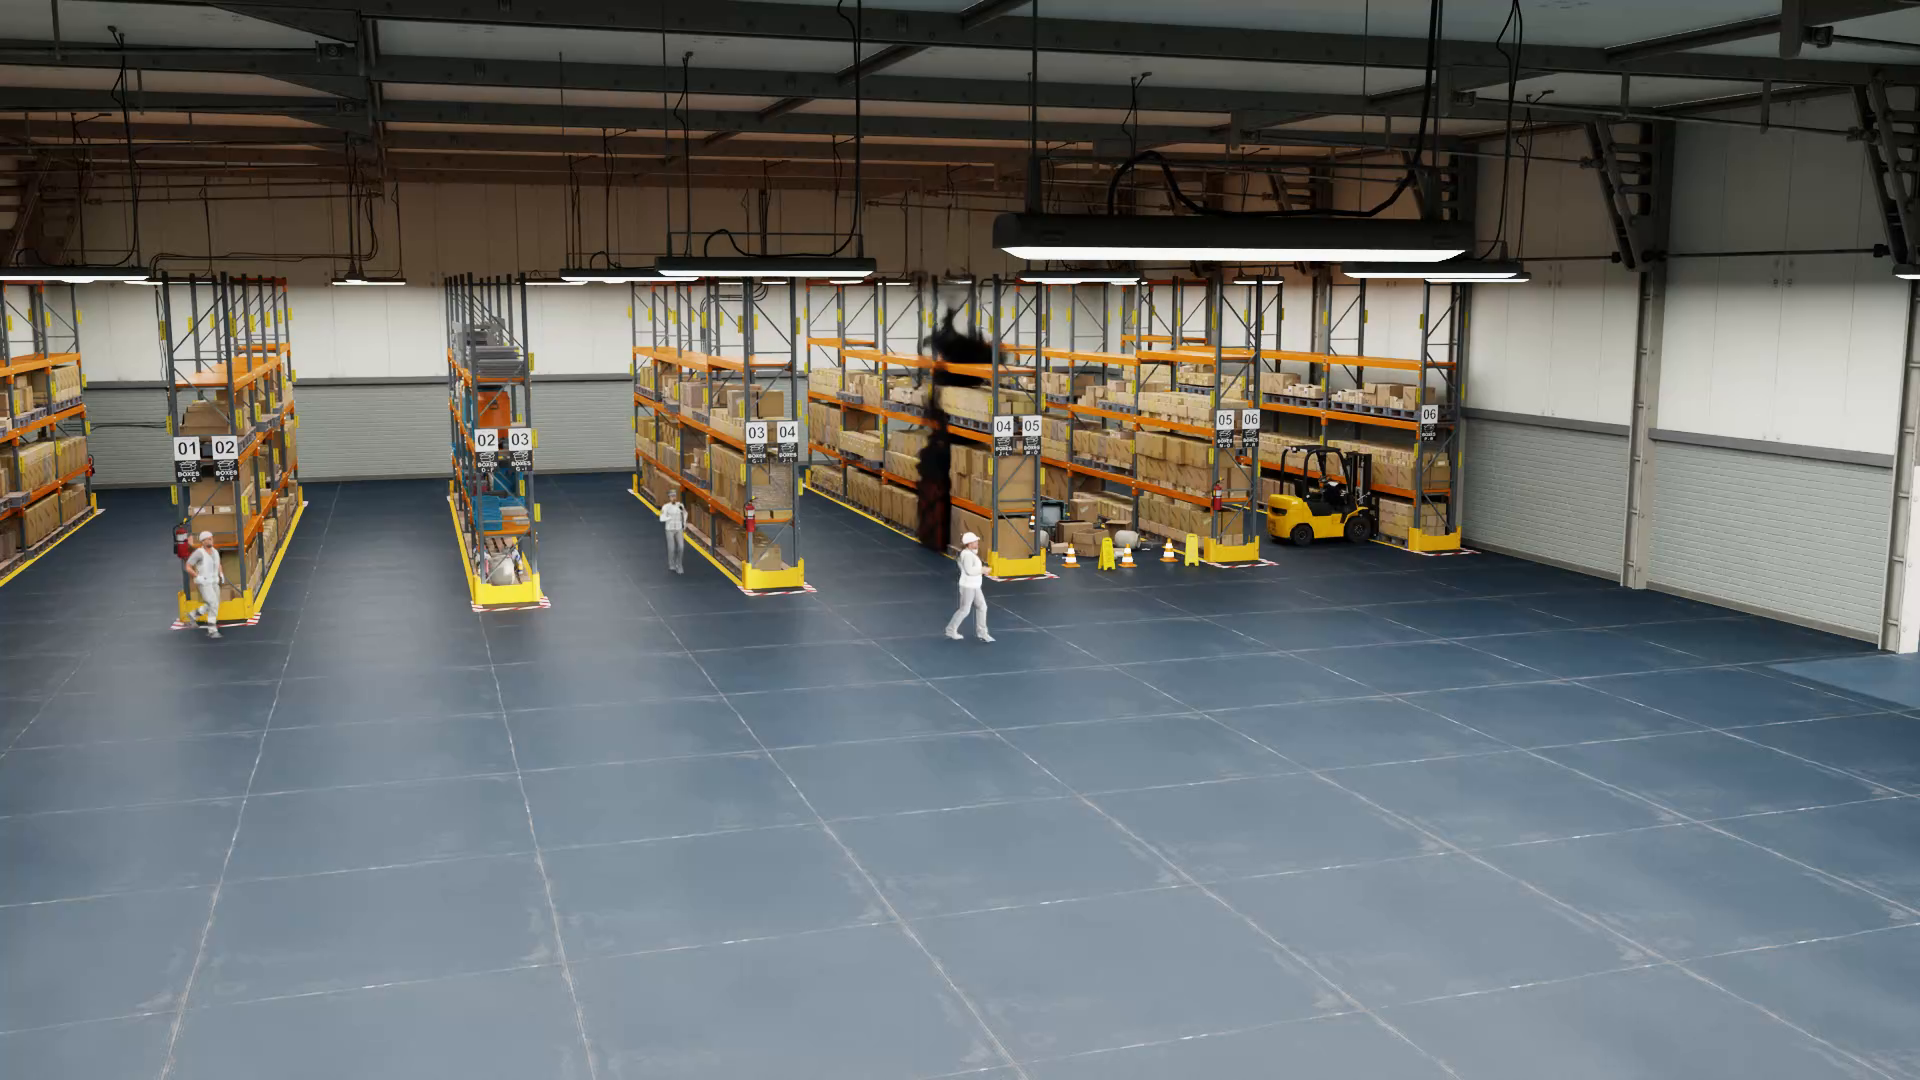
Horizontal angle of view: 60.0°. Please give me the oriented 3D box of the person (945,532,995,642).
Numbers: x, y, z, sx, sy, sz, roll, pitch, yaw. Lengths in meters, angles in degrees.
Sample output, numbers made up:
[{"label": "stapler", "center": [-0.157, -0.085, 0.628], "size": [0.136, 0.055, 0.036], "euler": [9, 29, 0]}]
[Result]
[{"label": "person", "center": [0.166, 0.774, 26.983], "size": [0.801, 1.806, 0.654], "euler": [1, 9, 9]}]

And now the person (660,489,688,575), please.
[{"label": "person", "center": [-5.757, -0.165, 33.595], "size": [0.592, 1.734, 0.684], "euler": [-3, 9, -17]}]

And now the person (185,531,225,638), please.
[{"label": "person", "center": [-12.541, 0.728, 27.587], "size": [0.750, 1.769, 0.692], "euler": [3, 9, 16]}]

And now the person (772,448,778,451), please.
[{"label": "person", "center": [-5.230, -2.189, 46.750], "size": [0.698, 1.818, 0.861], "euler": [-1, 9, -9]}]
